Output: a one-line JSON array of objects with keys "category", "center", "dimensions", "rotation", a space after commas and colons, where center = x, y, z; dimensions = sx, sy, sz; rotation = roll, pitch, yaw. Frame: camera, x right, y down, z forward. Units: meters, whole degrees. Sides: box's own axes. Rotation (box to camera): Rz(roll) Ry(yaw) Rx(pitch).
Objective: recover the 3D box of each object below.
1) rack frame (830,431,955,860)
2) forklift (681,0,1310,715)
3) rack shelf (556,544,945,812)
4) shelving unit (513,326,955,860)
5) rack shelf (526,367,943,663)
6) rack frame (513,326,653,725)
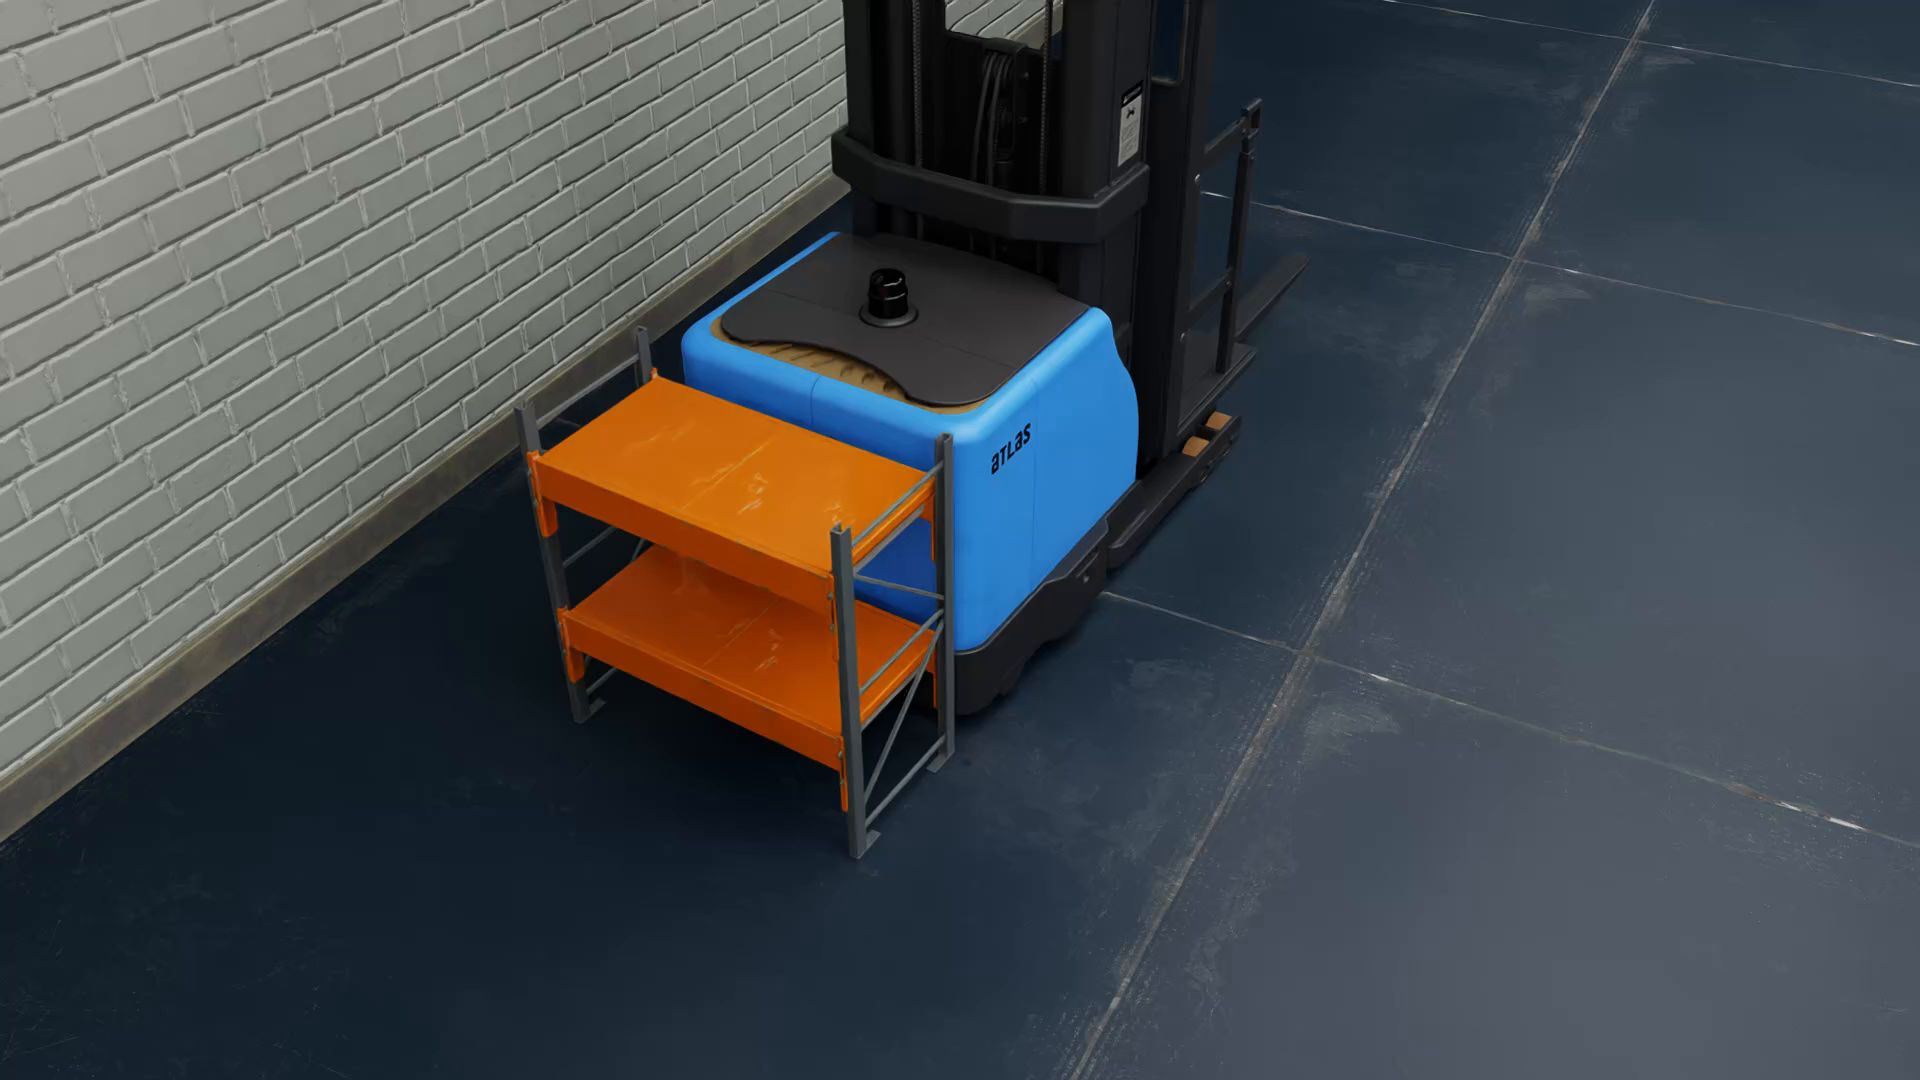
[{"category": "rack frame", "center": [-0.161, 0.302, 4.420], "dimensions": [0.032, 1.125, 0.500], "rotation": [21, 42, 25]}, {"category": "forklift", "center": [0.383, -1.510, 5.315], "dimensions": [1.130, 2.935, 3.031], "rotation": [21, 42, 25]}, {"category": "rack shelf", "center": [-0.592, 0.334, 4.783], "dimensions": [1.000, 0.278, 0.538], "rotation": [21, 42, 25]}, {"category": "shelving unit", "center": [-0.592, 0.139, 4.635], "dimensions": [1.048, 1.125, 0.538], "rotation": [21, 42, 25]}, {"category": "rack shelf", "center": [-0.593, -0.094, 4.458], "dimensions": [1.000, 0.278, 0.538], "rotation": [21, 42, 25]}, {"category": "rack frame", "center": [-1.023, -0.024, 4.850], "dimensions": [0.032, 1.125, 0.500], "rotation": [21, 42, 25]}]
